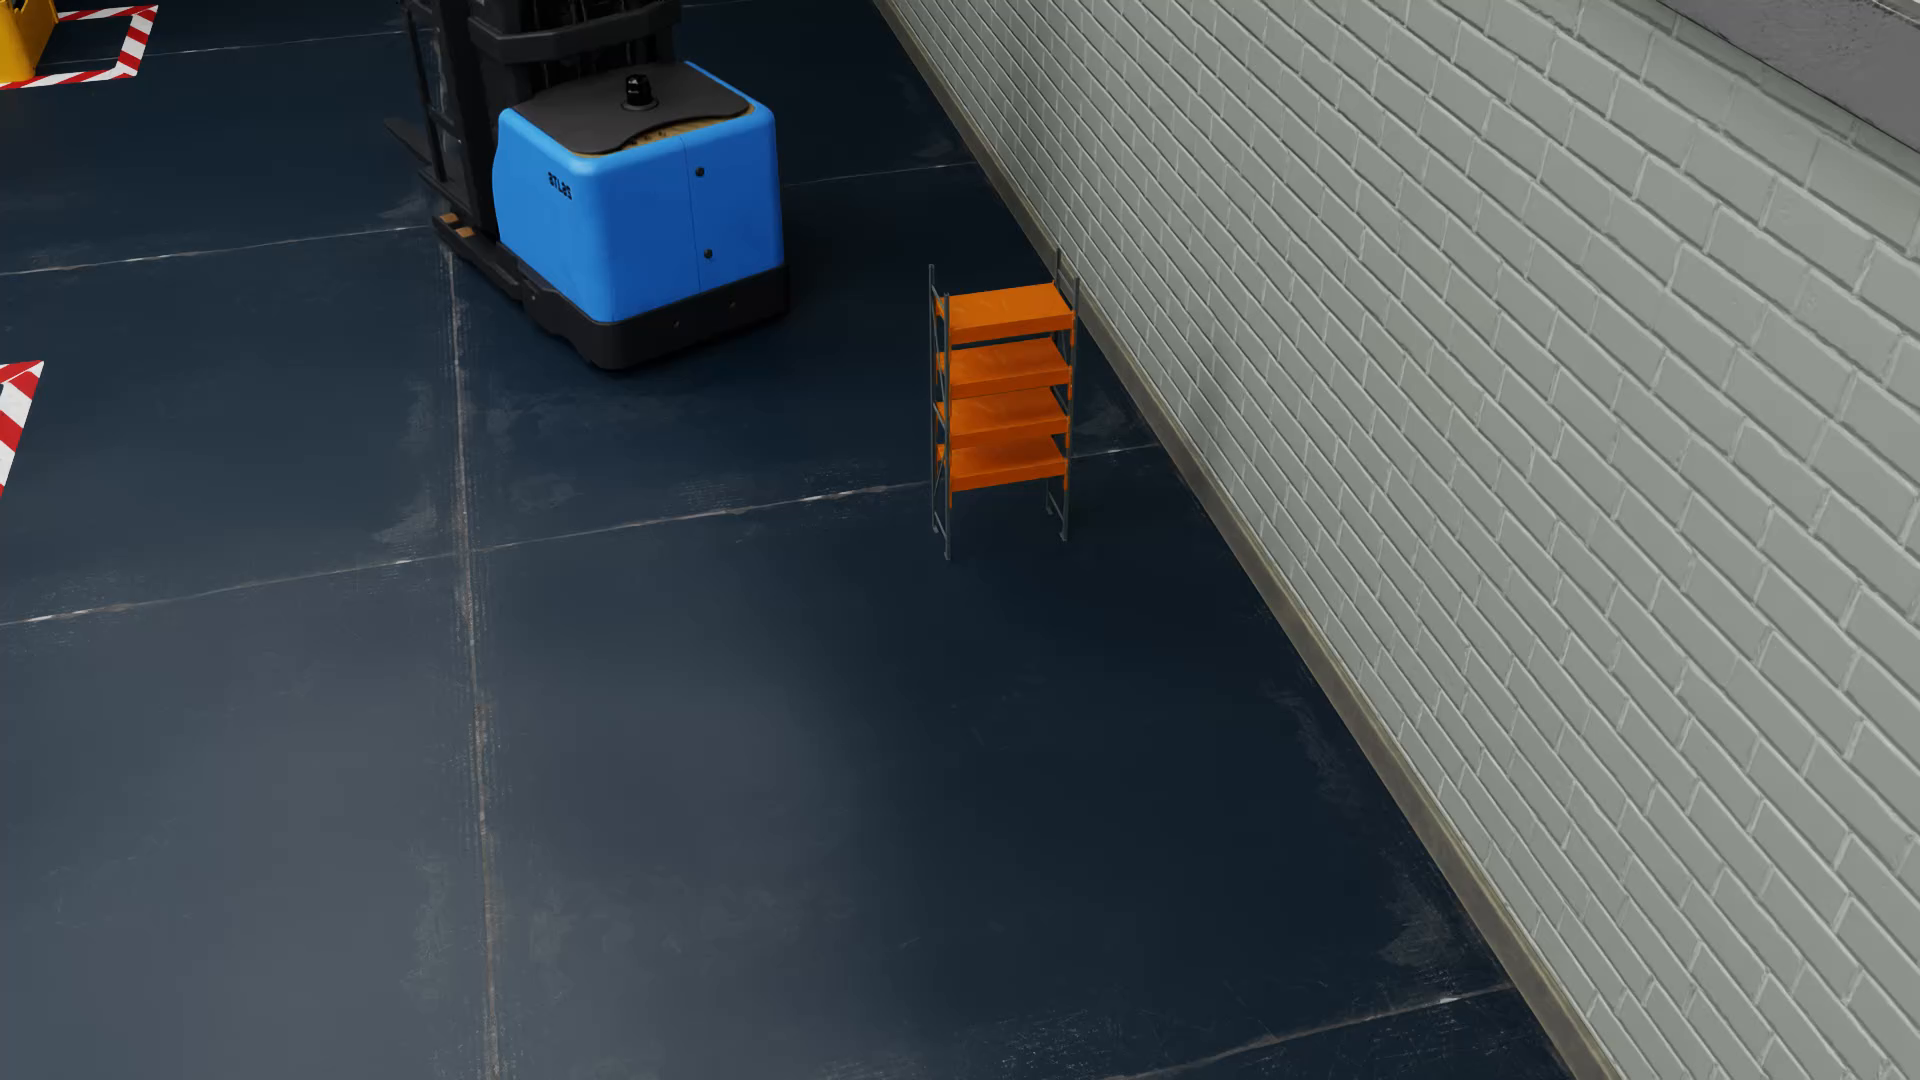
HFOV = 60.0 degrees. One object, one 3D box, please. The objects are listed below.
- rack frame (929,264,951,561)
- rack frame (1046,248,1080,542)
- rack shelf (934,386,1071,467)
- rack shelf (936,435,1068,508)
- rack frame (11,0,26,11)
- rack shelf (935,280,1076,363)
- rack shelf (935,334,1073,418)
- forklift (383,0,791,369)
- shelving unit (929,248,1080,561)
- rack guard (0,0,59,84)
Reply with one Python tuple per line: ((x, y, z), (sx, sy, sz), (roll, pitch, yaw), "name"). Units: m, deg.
((-0.076, -0.464, 6.369), (0.015, 1.200, 0.240), (-9, 38, -12), "rack frame")
((0.395, -0.541, 6.470), (0.015, 1.200, 0.240), (-9, 38, -12), "rack frame")
((0.160, -0.449, 6.461), (0.480, 0.148, 0.258), (-9, 38, -12), "rack shelf")
((0.160, -0.292, 6.581), (0.480, 0.148, 0.258), (-9, 38, -12), "rack shelf")
((-6.237, -4.424, 10.064), (0.127, 3.000, 1.000), (-9, 38, -12), "rack frame")
((0.160, -0.815, 6.181), (0.480, 0.148, 0.258), (-9, 38, -12), "rack shelf")
((0.160, -0.627, 6.325), (0.480, 0.148, 0.258), (-9, 38, -12), "rack shelf")
((-2.121, -2.789, 7.984), (1.130, 2.935, 3.031), (-25, 44, -29), "forklift")
((0.160, -0.503, 6.420), (0.503, 1.200, 0.258), (-9, 38, -12), "shelving unit")
((-6.213, -3.435, 10.828), (0.348, 0.500, 1.175), (-9, 38, -12), "rack guard")
